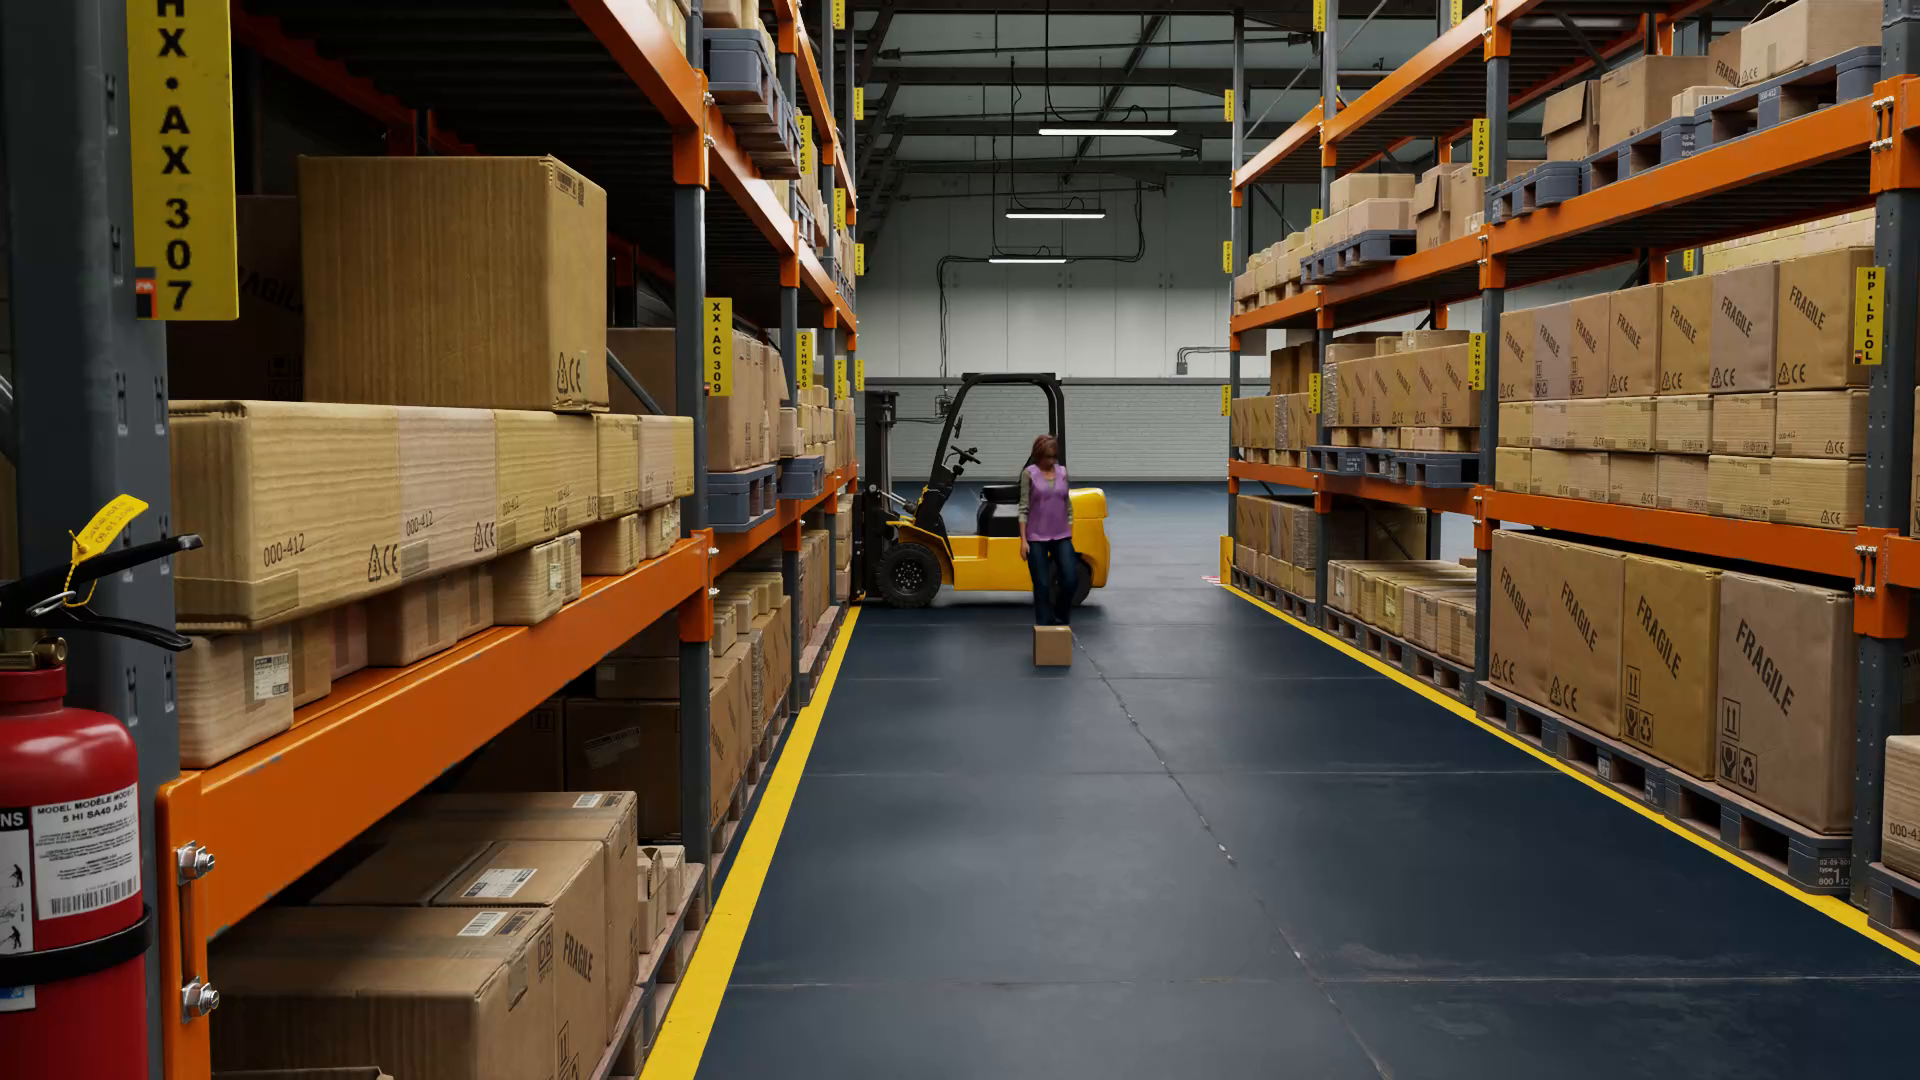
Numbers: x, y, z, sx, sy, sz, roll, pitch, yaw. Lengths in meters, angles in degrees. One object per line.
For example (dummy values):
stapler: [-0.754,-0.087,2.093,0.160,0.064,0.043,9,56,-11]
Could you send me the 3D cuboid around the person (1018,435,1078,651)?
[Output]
person: [0.644,0.029,12.084,0.432,1.588,0.425,-1,4,-11]
